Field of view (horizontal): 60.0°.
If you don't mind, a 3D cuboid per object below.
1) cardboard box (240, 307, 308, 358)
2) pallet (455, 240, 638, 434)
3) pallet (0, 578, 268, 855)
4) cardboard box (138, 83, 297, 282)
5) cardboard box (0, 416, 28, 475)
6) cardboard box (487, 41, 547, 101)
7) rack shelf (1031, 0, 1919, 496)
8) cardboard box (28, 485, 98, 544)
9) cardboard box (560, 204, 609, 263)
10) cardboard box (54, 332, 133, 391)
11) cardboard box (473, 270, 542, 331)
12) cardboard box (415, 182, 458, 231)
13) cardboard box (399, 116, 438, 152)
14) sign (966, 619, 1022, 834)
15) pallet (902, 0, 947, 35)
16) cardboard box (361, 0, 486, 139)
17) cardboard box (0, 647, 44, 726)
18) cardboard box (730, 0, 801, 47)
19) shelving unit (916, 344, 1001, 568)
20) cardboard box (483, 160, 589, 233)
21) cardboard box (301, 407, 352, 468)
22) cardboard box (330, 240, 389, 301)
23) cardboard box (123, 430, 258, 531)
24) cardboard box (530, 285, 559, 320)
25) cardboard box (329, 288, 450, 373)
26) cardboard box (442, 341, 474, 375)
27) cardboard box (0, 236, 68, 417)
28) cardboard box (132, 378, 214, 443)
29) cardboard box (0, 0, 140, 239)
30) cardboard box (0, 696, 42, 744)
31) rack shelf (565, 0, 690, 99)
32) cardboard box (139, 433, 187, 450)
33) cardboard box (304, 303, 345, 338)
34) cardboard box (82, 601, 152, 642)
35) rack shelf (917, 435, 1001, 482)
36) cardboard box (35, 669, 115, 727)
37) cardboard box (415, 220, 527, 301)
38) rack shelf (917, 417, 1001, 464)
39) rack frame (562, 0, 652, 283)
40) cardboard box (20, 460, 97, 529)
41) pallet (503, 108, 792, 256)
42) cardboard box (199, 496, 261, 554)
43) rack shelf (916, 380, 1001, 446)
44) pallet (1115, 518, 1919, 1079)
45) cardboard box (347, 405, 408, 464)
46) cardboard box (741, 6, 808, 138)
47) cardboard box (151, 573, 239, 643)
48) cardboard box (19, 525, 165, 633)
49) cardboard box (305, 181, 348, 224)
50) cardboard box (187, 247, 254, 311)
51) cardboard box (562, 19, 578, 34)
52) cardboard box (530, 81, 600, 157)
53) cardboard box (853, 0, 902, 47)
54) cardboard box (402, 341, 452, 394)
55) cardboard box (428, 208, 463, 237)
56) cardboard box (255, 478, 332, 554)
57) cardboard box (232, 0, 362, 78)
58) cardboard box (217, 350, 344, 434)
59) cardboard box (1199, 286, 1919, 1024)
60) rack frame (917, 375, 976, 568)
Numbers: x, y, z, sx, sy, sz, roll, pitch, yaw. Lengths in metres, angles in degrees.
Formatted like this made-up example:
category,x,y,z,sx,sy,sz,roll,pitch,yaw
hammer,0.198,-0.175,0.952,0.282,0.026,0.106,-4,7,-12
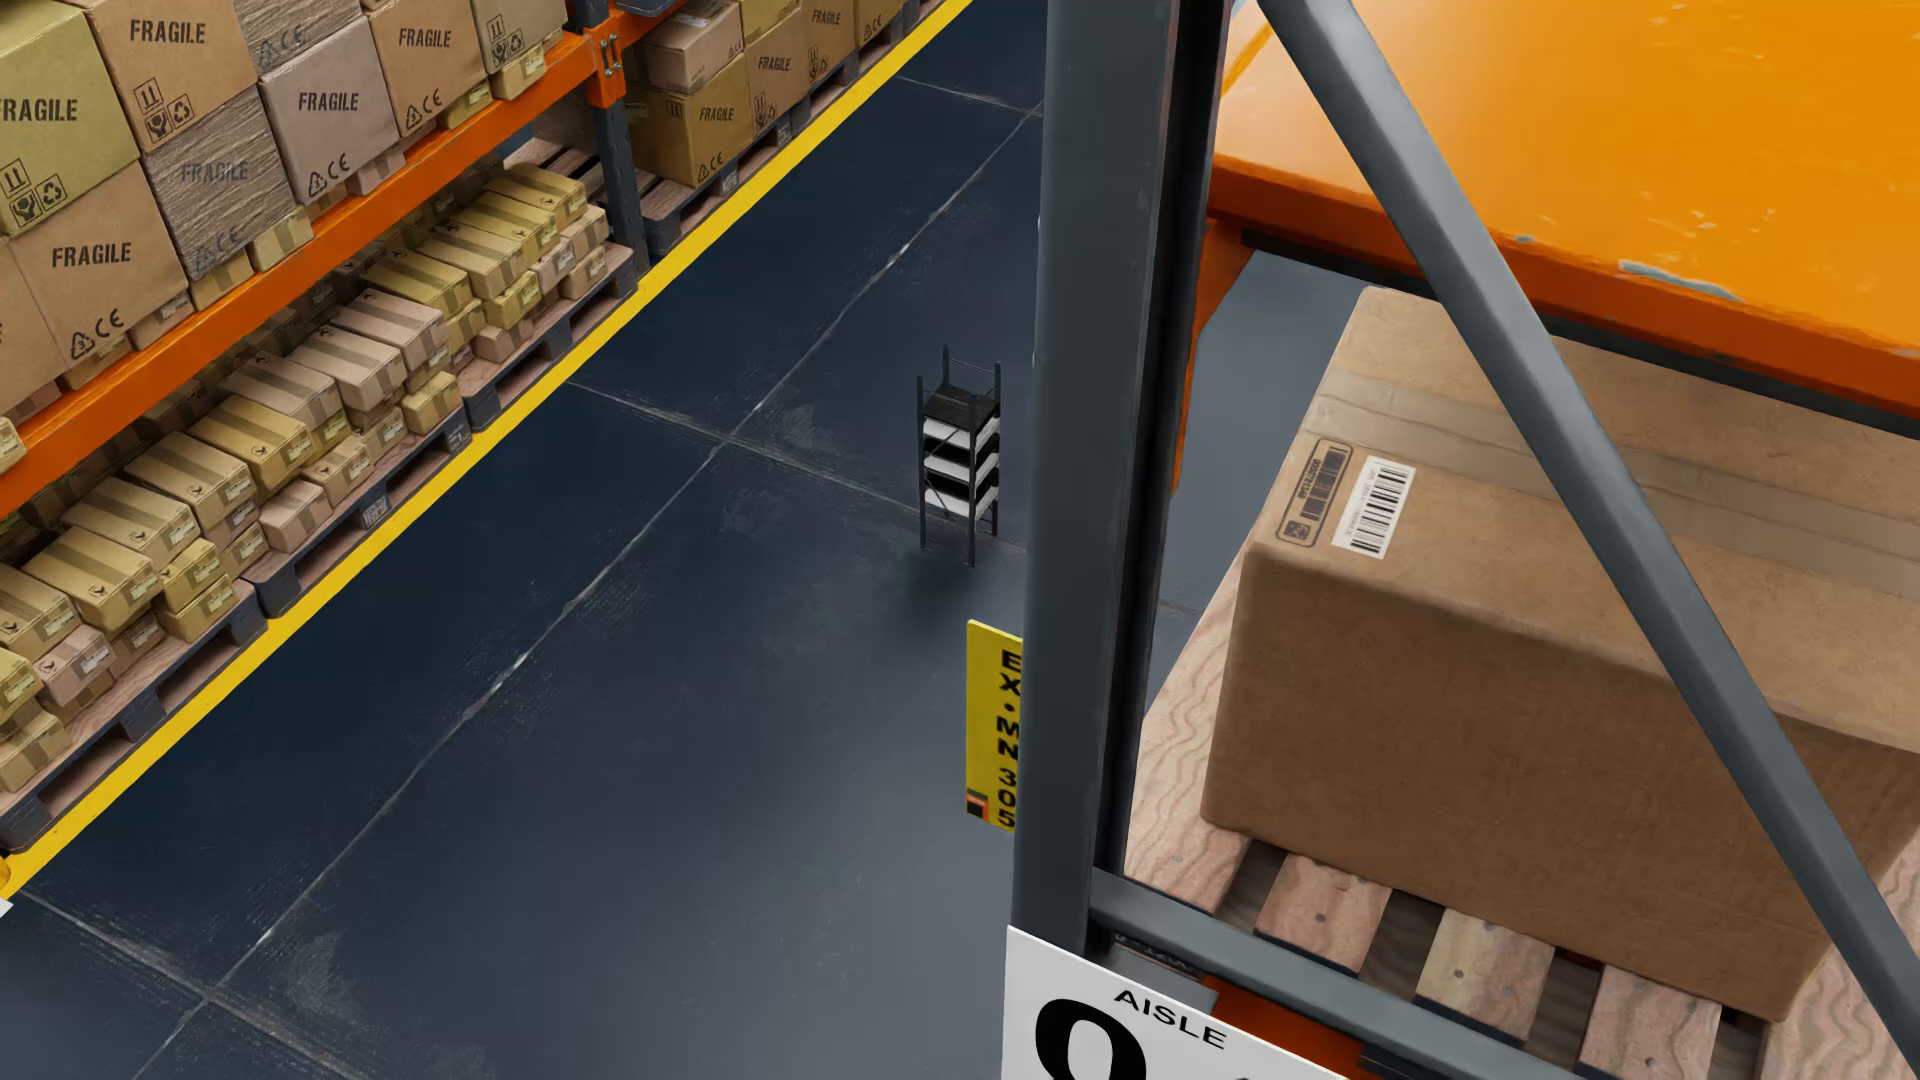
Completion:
category,x,y,z,sx,sy,sz,roll,pitch,yaw
cardboard box,-2.905,-0.857,6.779,0.380,0.149,0.250,19,48,17
pallet,-2.244,-1.070,7.659,1.003,0.211,1.213,20,49,19
pallet,-3.376,0.467,6.140,1.003,0.211,1.213,20,49,19
cardboard box,-2.671,-1.270,5.616,0.500,0.500,0.500,19,48,18
cardboard box,-3.126,-0.299,5.113,0.380,0.149,0.250,19,48,18
cardboard box,-1.911,-1.941,6.736,0.380,0.149,0.250,19,48,18
rack shelf,1.455,-1.239,2.435,1.077,0.370,4.000,20,49,19
cardboard box,-3.372,-0.105,6.245,0.380,0.149,0.250,20,49,19
cardboard box,-1.828,-1.432,7.556,0.380,0.149,0.250,21,49,20
cardboard box,-2.979,-0.670,5.480,0.380,0.149,0.250,20,49,19
cardboard box,-2.051,-1.083,7.211,0.380,0.149,0.250,19,48,18
cardboard box,-2.487,-1.537,7.451,0.380,0.149,0.250,23,50,21
cardboard box,-2.269,-1.653,6.451,0.380,0.149,0.250,19,48,18
sign,0.052,0.210,1.757,0.100,0.325,0.005,20,49,19
pallet,-0.470,-3.533,10.093,1.003,0.211,1.213,20,49,19
cardboard box,-2.180,-1.900,6.239,0.500,0.500,0.500,19,48,18
cardboard box,-3.276,0.462,5.475,0.380,0.149,0.250,18,48,17
cardboard box,-1.141,-2.732,8.276,0.500,0.250,0.500,22,49,20
shelving unit,-0.004,-0.311,6.425,0.258,0.900,0.210,20,49,19
cardboard box,-1.898,-1.530,7.444,0.380,0.149,0.250,22,49,20
cardboard box,-2.659,-0.474,6.609,0.380,0.149,0.250,23,50,21
cardboard box,-2.662,-1.190,7.108,0.380,0.149,0.250,19,48,18
cardboard box,-2.845,-0.223,6.152,0.380,0.149,0.250,22,49,21
cardboard box,-2.038,-1.135,7.472,0.380,0.149,0.250,22,49,20
cardboard box,-2.324,-0.858,6.779,0.380,0.149,0.250,18,48,17
cardboard box,-2.334,-0.821,7.162,0.380,0.149,0.250,19,48,18
cardboard box,-3.141,-0.642,4.996,0.500,0.500,0.500,21,49,19
cardboard box,-3.151,-0.541,6.466,0.380,0.149,0.250,19,48,18
cardboard box,-2.887,-1.292,4.935,0.500,0.500,0.500,19,48,18
cardboard box,-3.349,0.539,5.608,0.380,0.149,0.250,22,49,21
rack shelf,-1.035,-3.492,8.598,1.077,0.370,4.000,20,49,19
cardboard box,-3.224,-0.456,6.591,0.380,0.149,0.250,23,50,21
cardboard box,-2.810,-0.923,7.054,0.380,0.149,0.250,23,50,21
cardboard box,-3.137,0.202,5.941,0.380,0.149,0.250,21,49,20
rack shelf,-0.004,-0.351,6.385,0.258,0.077,0.200,20,49,19
cardboard box,-3.244,0.473,5.883,0.380,0.149,0.250,20,49,19
cardboard box,-2.090,-1.196,7.114,0.380,0.149,0.250,20,49,19
rack shelf,-0.004,-0.414,6.321,0.258,0.077,0.200,20,49,19
rack frame,-1.963,-2.485,7.097,1.000,3.000,0.127,20,49,19
cardboard box,-3.447,-0.224,6.153,0.380,0.149,0.250,19,48,18
pallet,-1.603,-1.996,8.574,1.003,0.211,1.213,20,49,19
cardboard box,-2.883,-0.122,6.262,0.380,0.149,0.250,18,48,17
rack shelf,-0.004,-0.478,6.257,0.258,0.077,0.200,20,49,19
pallet,0.861,0.242,2.355,1.003,0.211,1.213,20,49,19
cardboard box,-2.504,-0.477,6.821,0.380,0.149,0.250,21,49,20
cardboard box,-1.141,-2.466,8.540,0.500,0.500,0.500,23,50,21
cardboard box,-2.919,0.189,6.163,0.380,0.149,0.250,21,49,20
cardboard box,-3.024,0.132,5.801,0.380,0.149,0.250,20,49,19
cardboard box,-2.495,-1.315,6.117,0.380,0.149,0.250,20,49,18
cardboard box,-2.700,-0.972,5.779,0.380,0.149,0.250,22,49,20
cardboard box,-1.841,-2.570,8.116,0.500,0.250,0.500,19,48,18
cardboard box,-1.843,-2.303,8.380,0.500,0.500,0.500,20,49,18
cardboard box,-0.656,-3.109,9.176,0.500,0.500,0.500,18,48,17
cardboard box,-2.355,-0.790,6.922,0.380,0.149,0.250,22,49,20
cardboard box,-2.453,-1.423,7.548,0.380,0.149,0.250,21,49,19
cardboard box,-2.693,-0.131,6.480,0.380,0.149,0.250,18,48,17
cardboard box,-2.427,-1.946,5.582,0.500,0.500,0.500,22,49,20
cardboard box,-2.650,-0.563,6.489,0.380,0.149,0.250,21,49,19
cardboard box,0.720,0.118,1.979,0.700,0.500,0.500,18,48,17
rack frame,-0.051,-0.247,6.362,0.240,0.900,0.006,20,49,19
